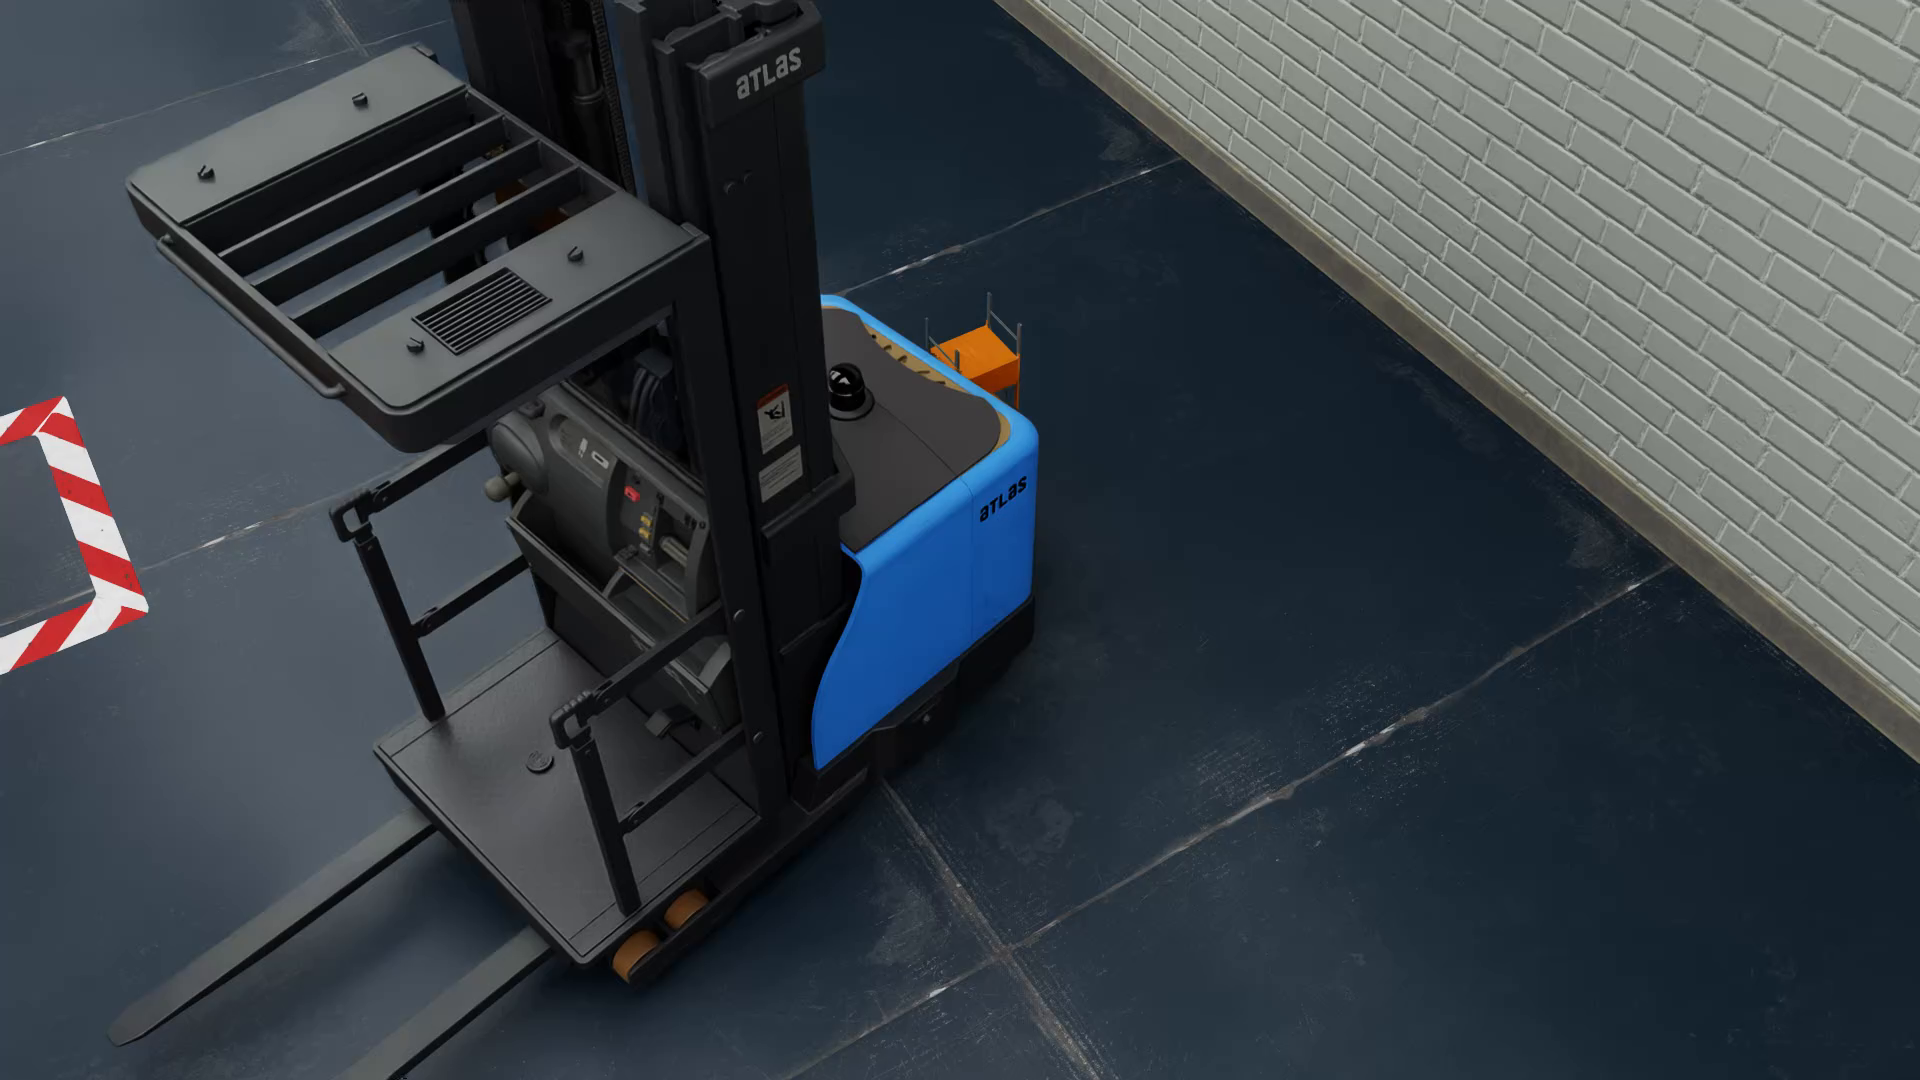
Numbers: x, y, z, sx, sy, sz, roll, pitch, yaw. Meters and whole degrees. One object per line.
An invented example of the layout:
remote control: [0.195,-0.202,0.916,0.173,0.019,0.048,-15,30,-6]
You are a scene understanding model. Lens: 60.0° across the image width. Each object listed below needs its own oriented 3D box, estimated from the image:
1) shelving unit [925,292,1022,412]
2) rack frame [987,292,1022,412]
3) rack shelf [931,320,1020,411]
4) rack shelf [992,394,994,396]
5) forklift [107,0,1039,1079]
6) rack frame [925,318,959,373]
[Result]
shelving unit: [0.045,-0.370,5.877,0.252,1.050,0.215,-25,53,-21]
rack frame: [0.148,-0.419,5.920,0.008,1.050,0.200,-25,53,-21]
rack shelf: [0.045,-0.552,5.673,0.240,0.259,0.215,-25,53,-21]
rack shelf: [0.045,-0.363,5.885,0.240,0.259,0.215,-25,53,-21]
forklift: [-1.126,-0.068,4.348,1.130,2.935,3.031,36,57,28]
rack frame: [-0.058,-0.322,5.834,0.008,1.050,0.200,-25,53,-21]
